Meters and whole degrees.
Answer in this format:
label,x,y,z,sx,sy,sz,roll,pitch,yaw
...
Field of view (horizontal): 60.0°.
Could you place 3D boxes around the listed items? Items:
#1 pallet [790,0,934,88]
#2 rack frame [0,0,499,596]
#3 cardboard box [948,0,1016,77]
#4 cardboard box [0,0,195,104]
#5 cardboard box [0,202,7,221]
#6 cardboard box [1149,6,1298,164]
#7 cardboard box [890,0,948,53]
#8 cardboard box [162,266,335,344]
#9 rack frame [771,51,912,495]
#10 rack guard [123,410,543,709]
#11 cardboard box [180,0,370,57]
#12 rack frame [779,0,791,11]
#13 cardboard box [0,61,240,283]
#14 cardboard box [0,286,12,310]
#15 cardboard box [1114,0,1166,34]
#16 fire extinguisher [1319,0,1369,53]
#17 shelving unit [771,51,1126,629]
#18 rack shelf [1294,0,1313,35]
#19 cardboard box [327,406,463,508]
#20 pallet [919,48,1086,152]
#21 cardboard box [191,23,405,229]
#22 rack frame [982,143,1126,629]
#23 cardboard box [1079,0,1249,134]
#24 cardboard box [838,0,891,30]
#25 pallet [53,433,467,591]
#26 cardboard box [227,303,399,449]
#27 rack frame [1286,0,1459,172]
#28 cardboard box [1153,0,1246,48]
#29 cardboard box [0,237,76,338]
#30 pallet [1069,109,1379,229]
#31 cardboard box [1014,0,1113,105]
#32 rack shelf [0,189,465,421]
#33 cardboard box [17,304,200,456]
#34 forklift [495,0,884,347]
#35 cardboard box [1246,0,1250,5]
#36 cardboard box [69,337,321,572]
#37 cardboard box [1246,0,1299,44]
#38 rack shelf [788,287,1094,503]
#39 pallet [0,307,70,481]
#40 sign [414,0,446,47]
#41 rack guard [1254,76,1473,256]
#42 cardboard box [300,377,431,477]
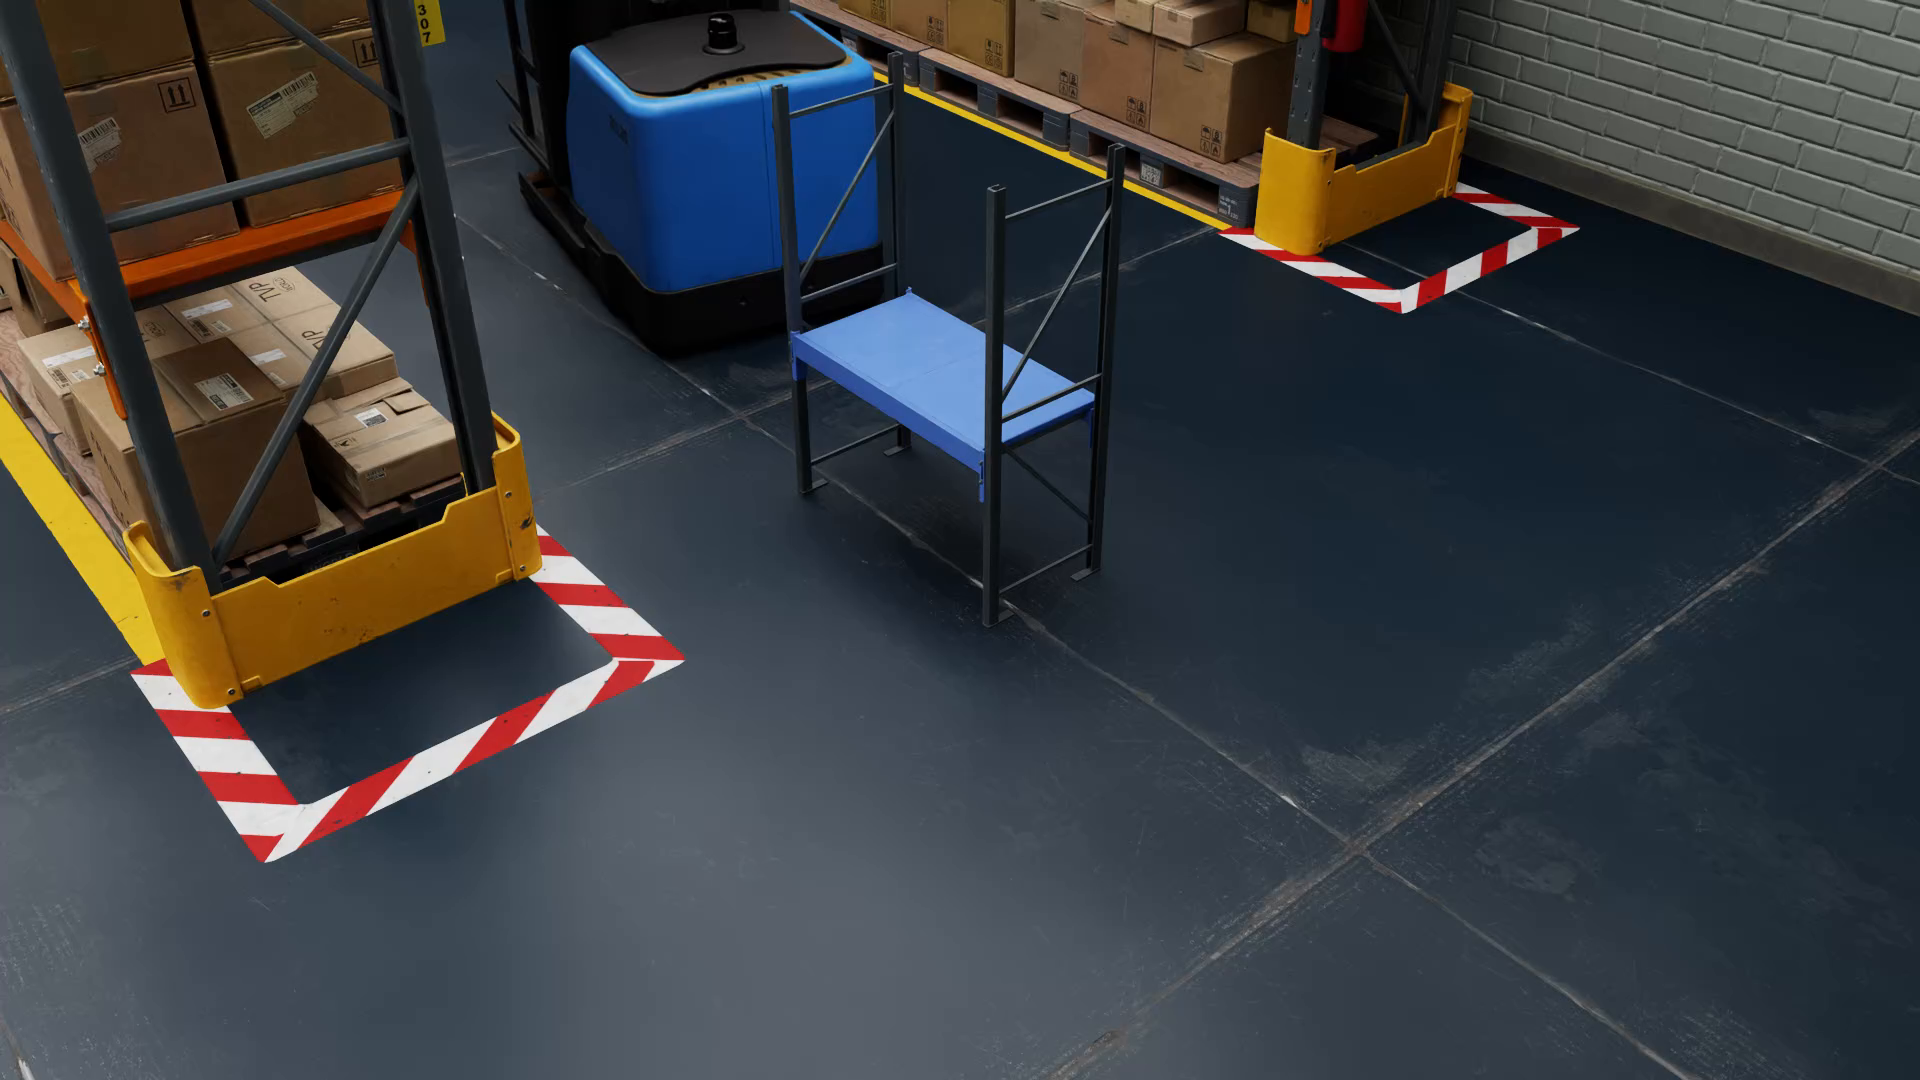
label,x,y,z,sx,sy,sz,roll,pitch,yaw
pallet,-0.263,-3.069,9.901,1.003,0.211,1.213,-26,43,-32
rack frame,-1.895,-0.957,4.506,1.000,3.000,0.127,-26,43,-32
cardboard box,0.361,-2.904,9.055,0.700,0.500,0.500,-25,42,-31
cardboard box,-2.392,-1.499,4.320,0.500,0.500,0.500,-26,43,-32
cardboard box,-2.729,-1.321,4.934,0.500,0.500,0.500,-26,43,-31
cardboard box,1.359,-2.229,8.101,0.700,0.500,0.500,-26,43,-32
cardboard box,0.032,-3.132,9.376,0.700,0.500,0.500,-26,43,-32
cardboard box,-2.674,-0.802,6.285,0.500,0.250,0.500,-26,43,-32
rack frame,-0.383,-0.874,5.687,0.500,1.500,0.032,-26,43,-32
rack guard,-1.944,0.030,5.275,1.175,0.500,0.348,-26,43,-32
cardboard box,-1.980,-1.700,4.603,0.500,0.500,0.500,-25,42,-30
rack frame,-0.694,-4.572,9.610,1.000,3.000,0.127,-26,43,-32
cardboard box,-2.392,-1.094,4.612,0.500,0.500,0.500,-25,42,-30
cardboard box,-3.805,-1.102,6.781,0.380,0.166,0.250,-26,43,-32
cardboard box,0.971,-2.595,8.057,0.380,0.149,0.250,-25,42,-31
fire extinguisher,1.632,-2.383,6.910,0.296,0.674,0.183,-26,43,-32
shelving unit,-0.055,-0.650,5.370,0.538,1.500,1.048,-26,43,-32
rack shelf,0.596,-3.395,8.571,1.077,0.370,4.000,-26,43,-32
cardboard box,-1.903,-0.286,5.644,0.380,0.149,0.250,-26,43,-32
pallet,0.528,-2.530,9.140,1.003,0.211,1.213,-26,43,-32
cardboard box,-1.980,-1.292,4.892,0.500,0.500,0.500,-25,42,-31
rack frame,0.273,-0.425,5.053,0.500,1.500,0.032,-26,43,-32
cardboard box,1.036,-2.450,8.413,0.700,0.500,0.500,-26,43,-32
cardboard box,-0.290,-3.355,9.691,0.700,0.500,0.500,-25,43,-31
pallet,-2.459,-0.204,5.855,1.003,0.211,1.213,-26,43,-32
cardboard box,-2.352,-0.581,5.973,0.500,0.250,0.500,-26,43,-32
rack frame,1.887,-2.806,7.117,1.000,3.000,0.127,-26,43,-32
cardboard box,1.137,-2.482,7.898,0.380,0.149,0.250,-27,43,-32
cardboard box,-3.260,-1.056,6.425,0.797,0.503,0.637,-26,43,-32
pallet,1.311,-1.992,8.380,1.003,0.211,1.213,-26,43,-32
cardboard box,0.711,-2.672,8.726,0.700,0.500,0.500,-28,44,-33
rack shelf,-3.185,-1.546,5.960,1.077,0.370,4.000,-26,43,-32
cardboard box,-3.024,-0.593,5.990,0.500,0.250,0.500,-26,43,-32
forklift,-1.463,-2.812,7.184,1.130,2.935,3.031,-17,39,-23
cardboard box,1.265,-2.736,8.257,0.380,0.149,0.250,-26,43,-32
cardboard box,-2.434,-0.264,5.310,0.500,0.500,0.500,-26,43,-32
cardboard box,1.592,-2.513,7.941,0.380,0.149,0.250,-26,43,-31
rack shelf,-0.055,-0.503,5.474,0.538,0.185,1.000,-26,43,-32
pallet,-3.242,-0.742,6.616,1.003,0.211,1.213,-26,43,-32
sign,-1.480,-1.512,4.541,0.100,0.325,0.005,-26,43,-32
rack guard,1.902,-1.775,7.824,1.175,0.500,0.348,-26,43,-32
cardboard box,-2.064,-0.403,5.795,0.380,0.166,0.250,-26,43,-32
